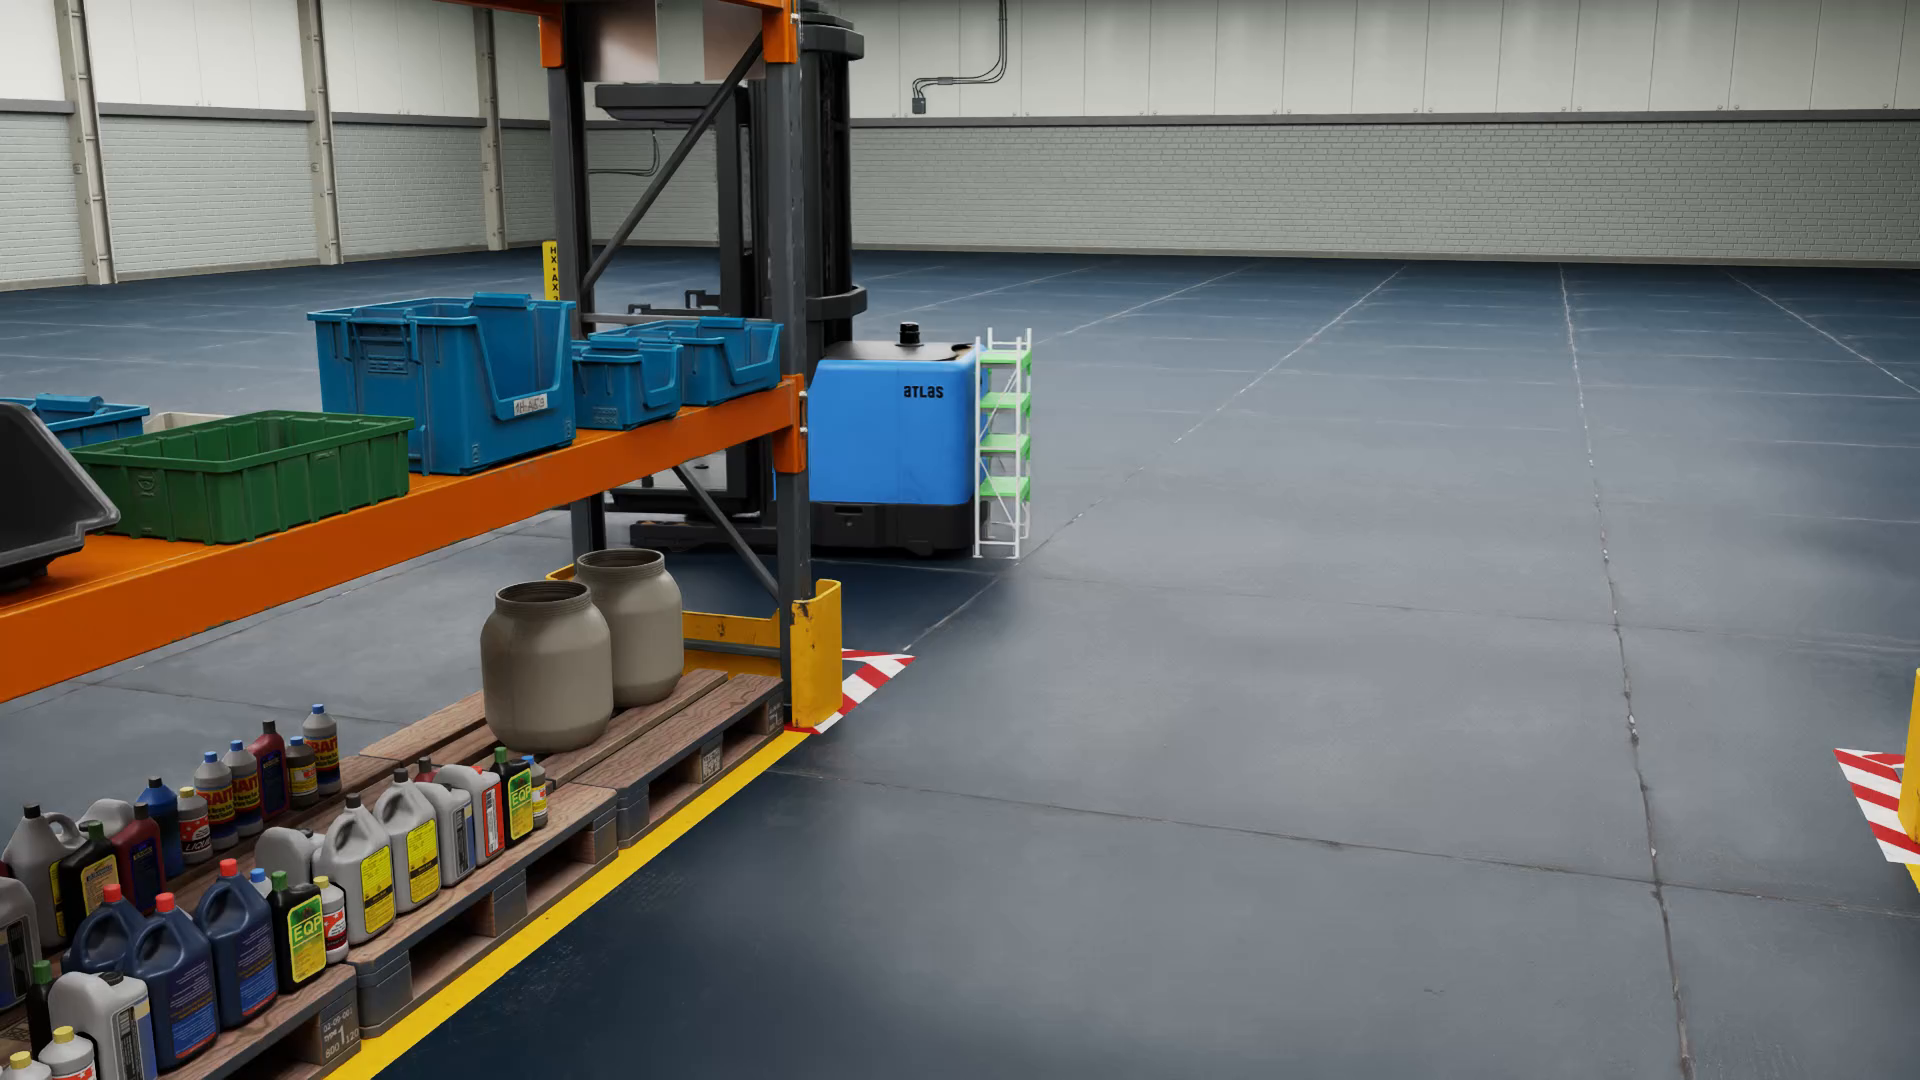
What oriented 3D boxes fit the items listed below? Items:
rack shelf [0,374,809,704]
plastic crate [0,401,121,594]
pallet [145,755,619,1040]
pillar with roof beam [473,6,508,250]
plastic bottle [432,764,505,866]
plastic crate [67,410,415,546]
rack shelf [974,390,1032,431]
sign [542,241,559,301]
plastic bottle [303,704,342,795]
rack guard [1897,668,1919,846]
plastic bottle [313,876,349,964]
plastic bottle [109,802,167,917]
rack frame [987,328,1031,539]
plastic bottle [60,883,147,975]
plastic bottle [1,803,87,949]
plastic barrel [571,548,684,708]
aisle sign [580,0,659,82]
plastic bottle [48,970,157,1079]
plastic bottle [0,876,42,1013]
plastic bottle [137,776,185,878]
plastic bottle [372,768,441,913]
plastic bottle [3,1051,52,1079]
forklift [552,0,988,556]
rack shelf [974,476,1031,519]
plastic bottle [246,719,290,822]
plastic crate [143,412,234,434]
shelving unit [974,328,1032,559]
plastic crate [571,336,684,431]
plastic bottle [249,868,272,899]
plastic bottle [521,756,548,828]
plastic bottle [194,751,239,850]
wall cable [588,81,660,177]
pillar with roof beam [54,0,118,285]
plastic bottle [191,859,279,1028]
[{"bbox_3d":[-1.724,-0.066,4.655,1.077,0.370,4.000,4,14,18],"label":"rack shelf"},{"bbox_3d":[-2.081,-0.067,3.180,0.767,0.338,0.504,4,14,18],"label":"plastic crate"},{"bbox_3d":[-1.721,0.967,4.776,1.003,0.211,1.213,4,14,18],"label":"pallet"},{"bbox_3d":[-7.136,-11.115,37.962,9.100,9.000,0.400,4,14,18],"label":"pillar with roof beam"},{"bbox_3d":[-1.363,0.744,4.618,0.152,0.276,0.135,4,14,19],"label":"plastic bottle"},{"bbox_3d":[-1.665,-0.158,3.917,0.450,0.188,0.662,4,14,18],"label":"plastic crate"},{"bbox_3d":[0.239,-0.713,9.123,0.258,0.148,0.480,2,13,8],"label":"rack shelf"},{"bbox_3d":[-1.596,-1.014,6.567,0.100,0.325,0.005,4,14,18],"label":"sign"},{"bbox_3d":[-1.958,0.637,5.100,0.097,0.271,0.097,0,13,0],"label":"plastic bottle"},{"bbox_3d":[3.617,0.733,5.154,1.175,0.500,0.348,4,14,18],"label":"rack guard"},{"bbox_3d":[-1.542,0.916,4.034,0.097,0.201,0.097,0,13,0],"label":"plastic bottle"},{"bbox_3d":[-2.111,0.823,4.259,0.061,0.283,0.133,4,14,18],"label":"plastic bottle"},{"bbox_3d":[0.276,-0.595,9.398,0.240,1.200,0.015,2,13,8],"label":"rack frame"},{"bbox_3d":[-1.853,0.930,3.635,0.144,0.351,0.185,4,14,18],"label":"plastic bottle"},{"bbox_3d":[-2.269,0.816,4.136,0.144,0.351,0.185,4,14,18],"label":"plastic bottle"},{"bbox_3d":[-1.217,0.314,6.019,0.421,0.512,0.421,0,13,0],"label":"plastic barrel"},{"bbox_3d":[-1.331,-2.142,6.289,0.394,0.787,0.004,4,14,18],"label":"aisle sign"},{"bbox_3d":[-1.774,1.012,3.447,0.152,0.276,0.135,5,14,20],"label":"plastic bottle"},{"bbox_3d":[-2.225,0.926,3.823,0.152,0.276,0.135,4,14,18],"label":"plastic bottle"},{"bbox_3d":[-2.167,0.773,4.505,0.097,0.271,0.097,0,13,0],"label":"plastic bottle"},{"bbox_3d":[-1.458,0.772,4.327,0.144,0.351,0.185,5,14,21],"label":"plastic bottle"},{"bbox_3d":[-1.820,1.097,3.242,0.097,0.201,0.097,0,13,0],"label":"plastic bottle"},{"bbox_3d":[-1.384,-1.471,9.347,3.031,2.935,1.130,2,13,8],"label":"forklift"},{"bbox_3d":[0.239,-0.245,9.230,0.258,0.148,0.480,2,13,8],"label":"rack shelf"},{"bbox_3d":[-2.049,0.677,4.896,0.061,0.283,0.133,5,14,19],"label":"plastic bottle"},{"bbox_3d":[-2.085,-0.228,4.337,0.530,0.136,0.437,4,14,18],"label":"plastic crate"},{"bbox_3d":[0.239,-0.541,9.163,0.258,1.200,0.503,2,13,8],"label":"shelving unit"},{"bbox_3d":[-1.171,-0.503,5.283,0.499,0.251,0.408,4,14,18],"label":"plastic crate"},{"bbox_3d":[-1.644,0.906,3.920,0.097,0.271,0.097,0,13,0],"label":"plastic bottle"},{"bbox_3d":[-1.256,0.730,4.850,0.097,0.201,0.097,0,13,0],"label":"plastic bottle"},{"bbox_3d":[-2.101,0.730,4.692,0.097,0.271,0.097,0,13,0],"label":"plastic bottle"},{"bbox_3d":[-9.005,-10.436,41.966,3.097,2.526,0.112,4,14,18],"label":"wall cable"},{"bbox_3d":[-11.019,-8.588,26.892,9.100,9.000,0.400,4,14,18],"label":"pillar with roof beam"},{"bbox_3d":[-1.656,0.901,3.764,0.144,0.351,0.185,4,13,16],"label":"plastic bottle"}]
